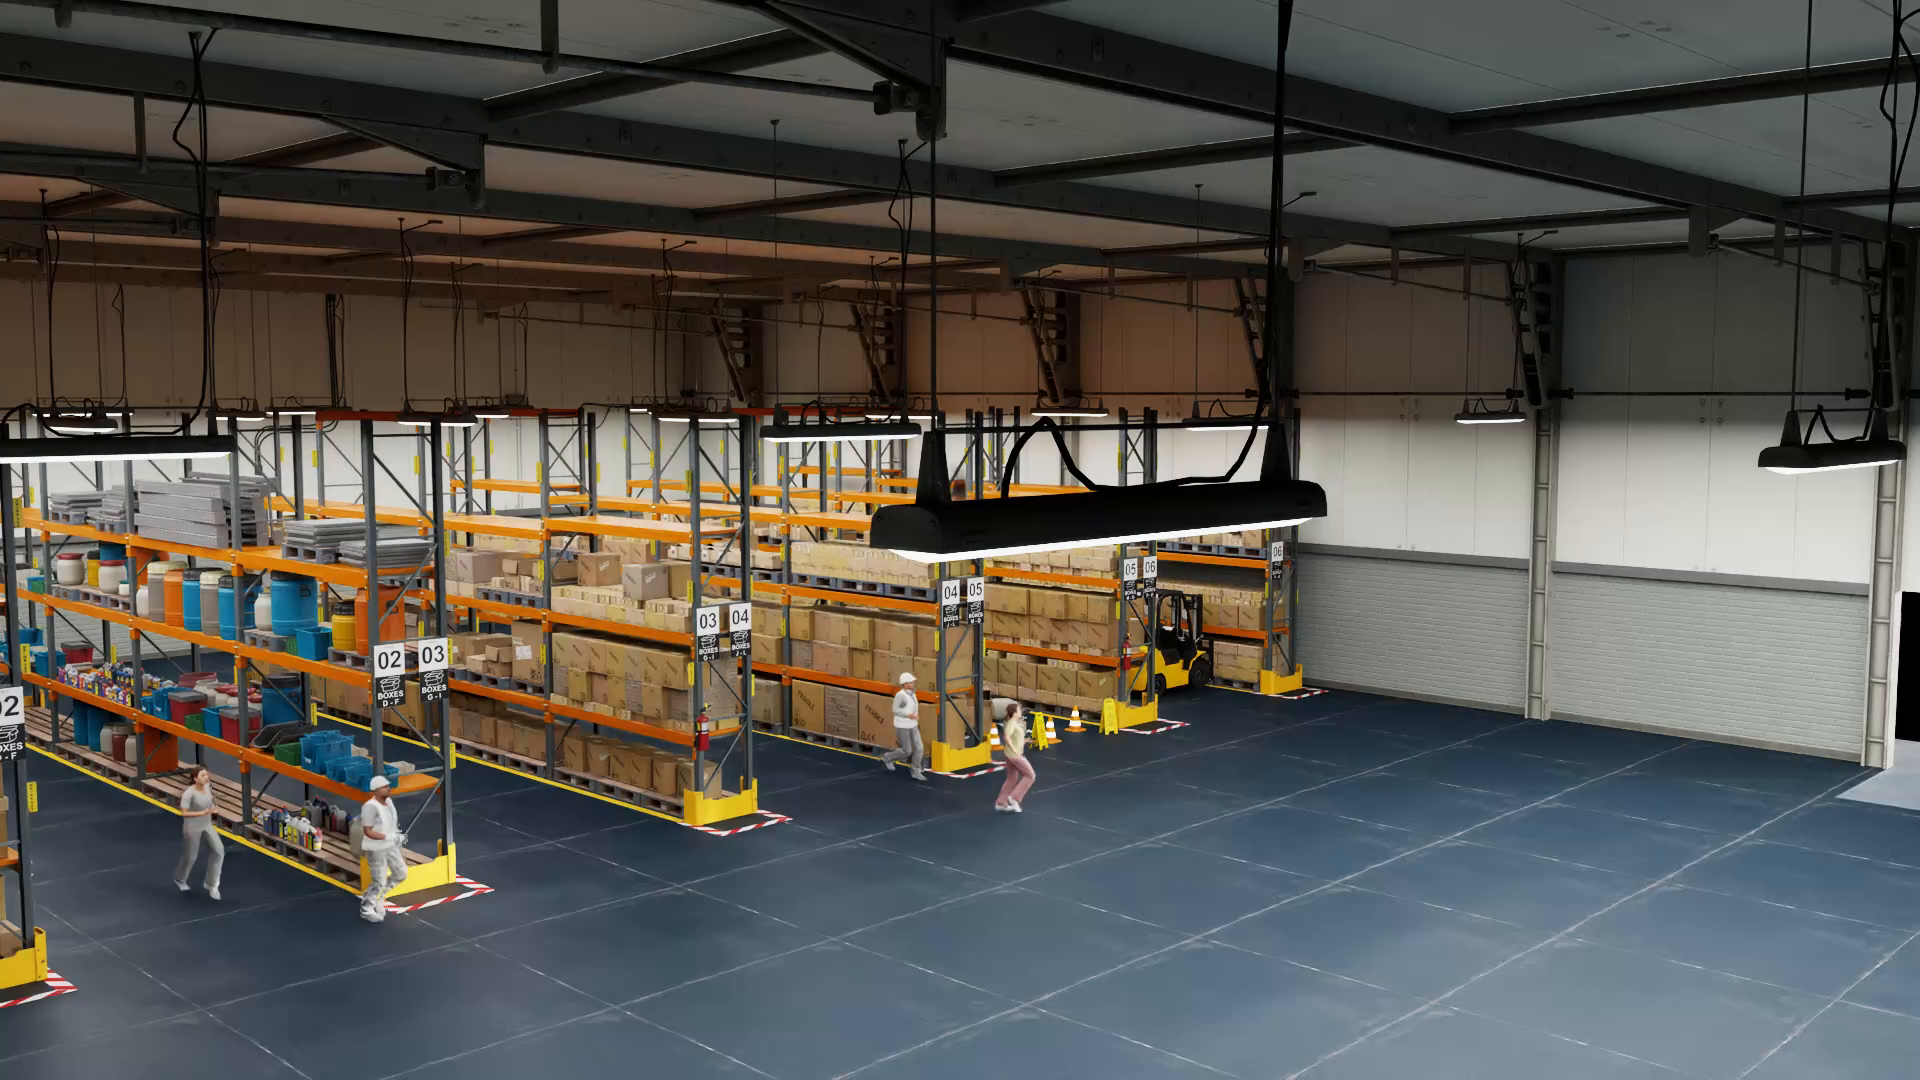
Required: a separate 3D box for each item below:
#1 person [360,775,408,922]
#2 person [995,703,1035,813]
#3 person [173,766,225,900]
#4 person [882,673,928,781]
[{"bbox_3d":[-6.893,3.688,19.964,0.625,1.753,0.719,1,5,10],"label":"person"},{"bbox_3d":[0.834,3.283,25.085,0.638,1.655,0.554,-1,5,-14],"label":"person"},{"bbox_3d":[-9.595,3.656,20.874,0.836,1.700,0.585,2,6,24],"label":"person"},{"bbox_3d":[-0.908,3.056,27.292,0.815,1.780,0.695,3,6,28],"label":"person"}]
